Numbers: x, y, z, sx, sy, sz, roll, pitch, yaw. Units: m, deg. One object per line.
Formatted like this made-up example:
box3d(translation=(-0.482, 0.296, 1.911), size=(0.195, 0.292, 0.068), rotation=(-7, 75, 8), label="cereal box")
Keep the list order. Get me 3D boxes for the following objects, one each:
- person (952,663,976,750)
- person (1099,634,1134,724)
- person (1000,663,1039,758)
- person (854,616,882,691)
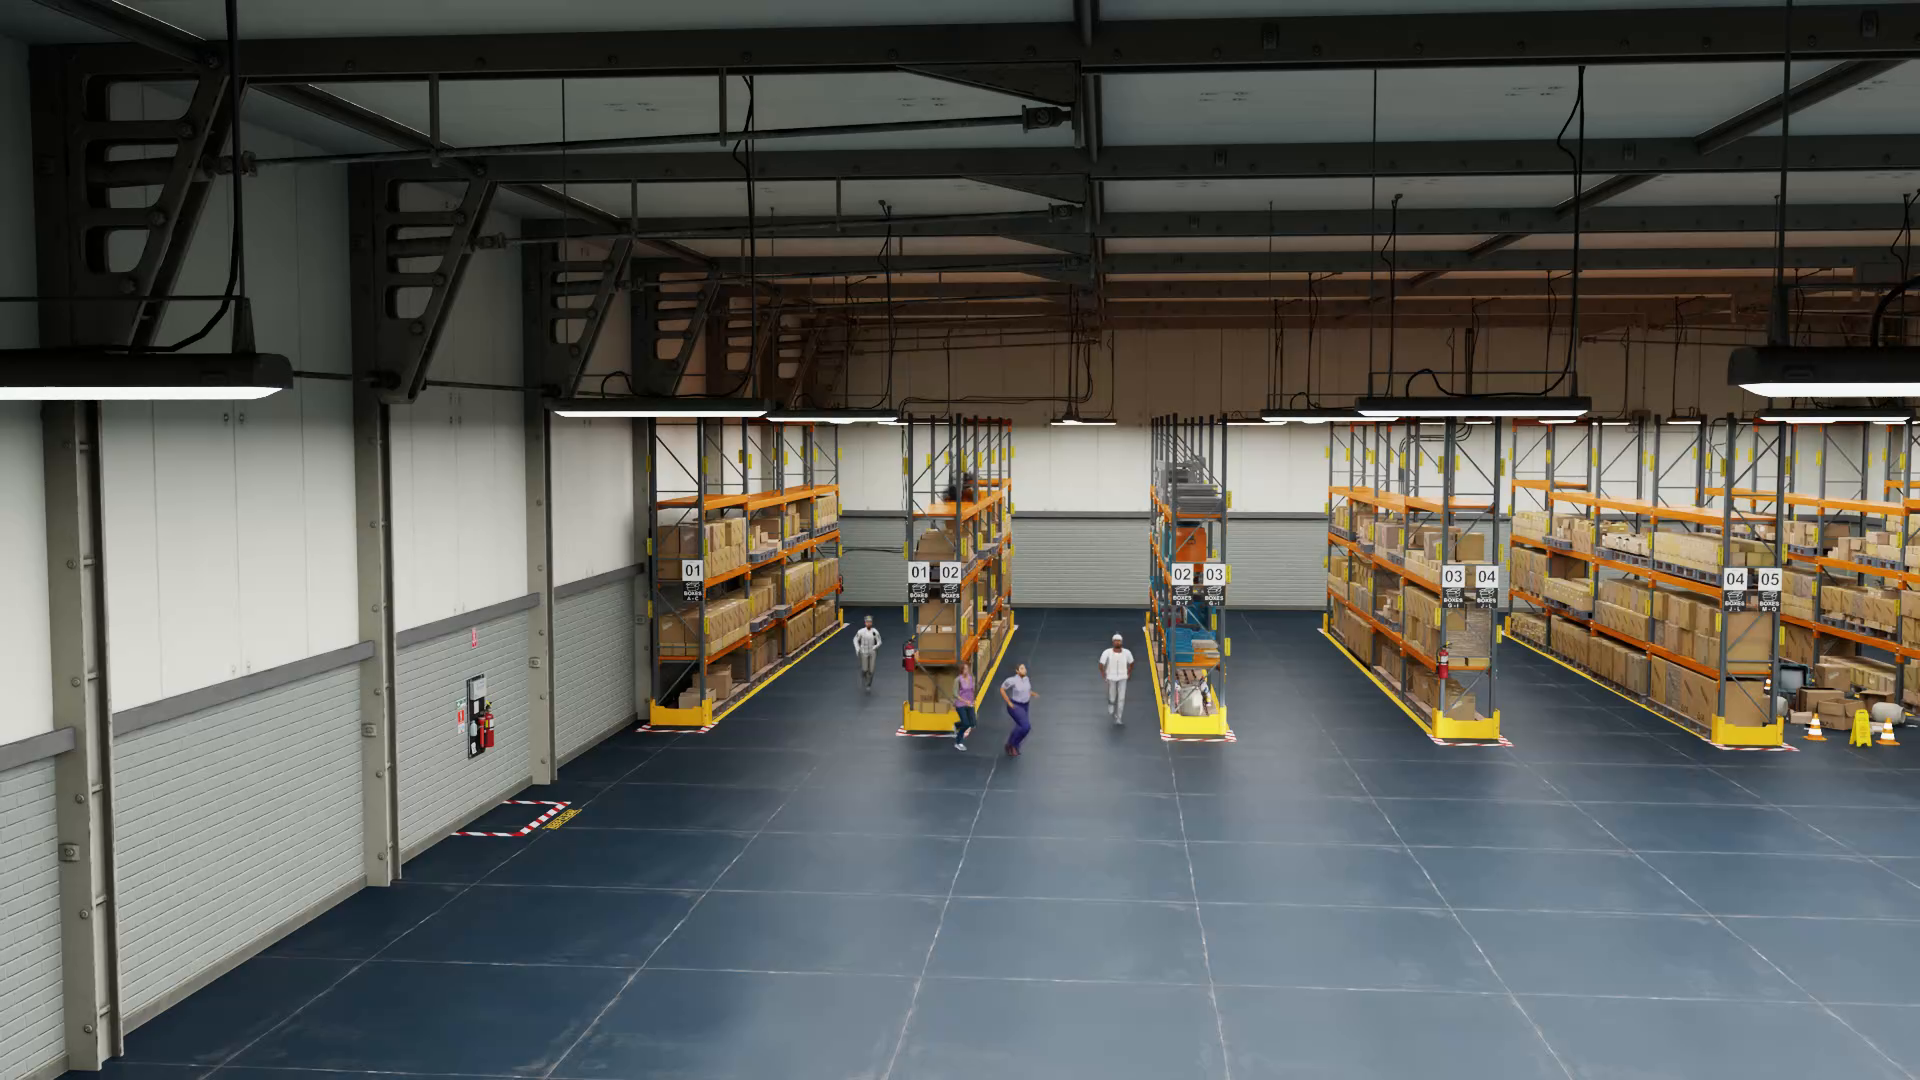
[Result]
box3d(translation=(0.074, 2.961, 29.657), size=(0.562, 1.564, 0.602), rotation=(-4, 5, -43), label="person")
box3d(translation=(3.053, 2.690, 32.277), size=(0.695, 1.714, 0.737), rotation=(0, 4, 0), label="person")
box3d(translation=(1.063, 2.966, 29.031), size=(0.658, 1.655, 0.578), rotation=(3, 5, 37), label="person")
box3d(translation=(-1.989, 2.467, 36.115), size=(0.608, 1.656, 0.540), rotation=(-1, 4, -10), label="person")
